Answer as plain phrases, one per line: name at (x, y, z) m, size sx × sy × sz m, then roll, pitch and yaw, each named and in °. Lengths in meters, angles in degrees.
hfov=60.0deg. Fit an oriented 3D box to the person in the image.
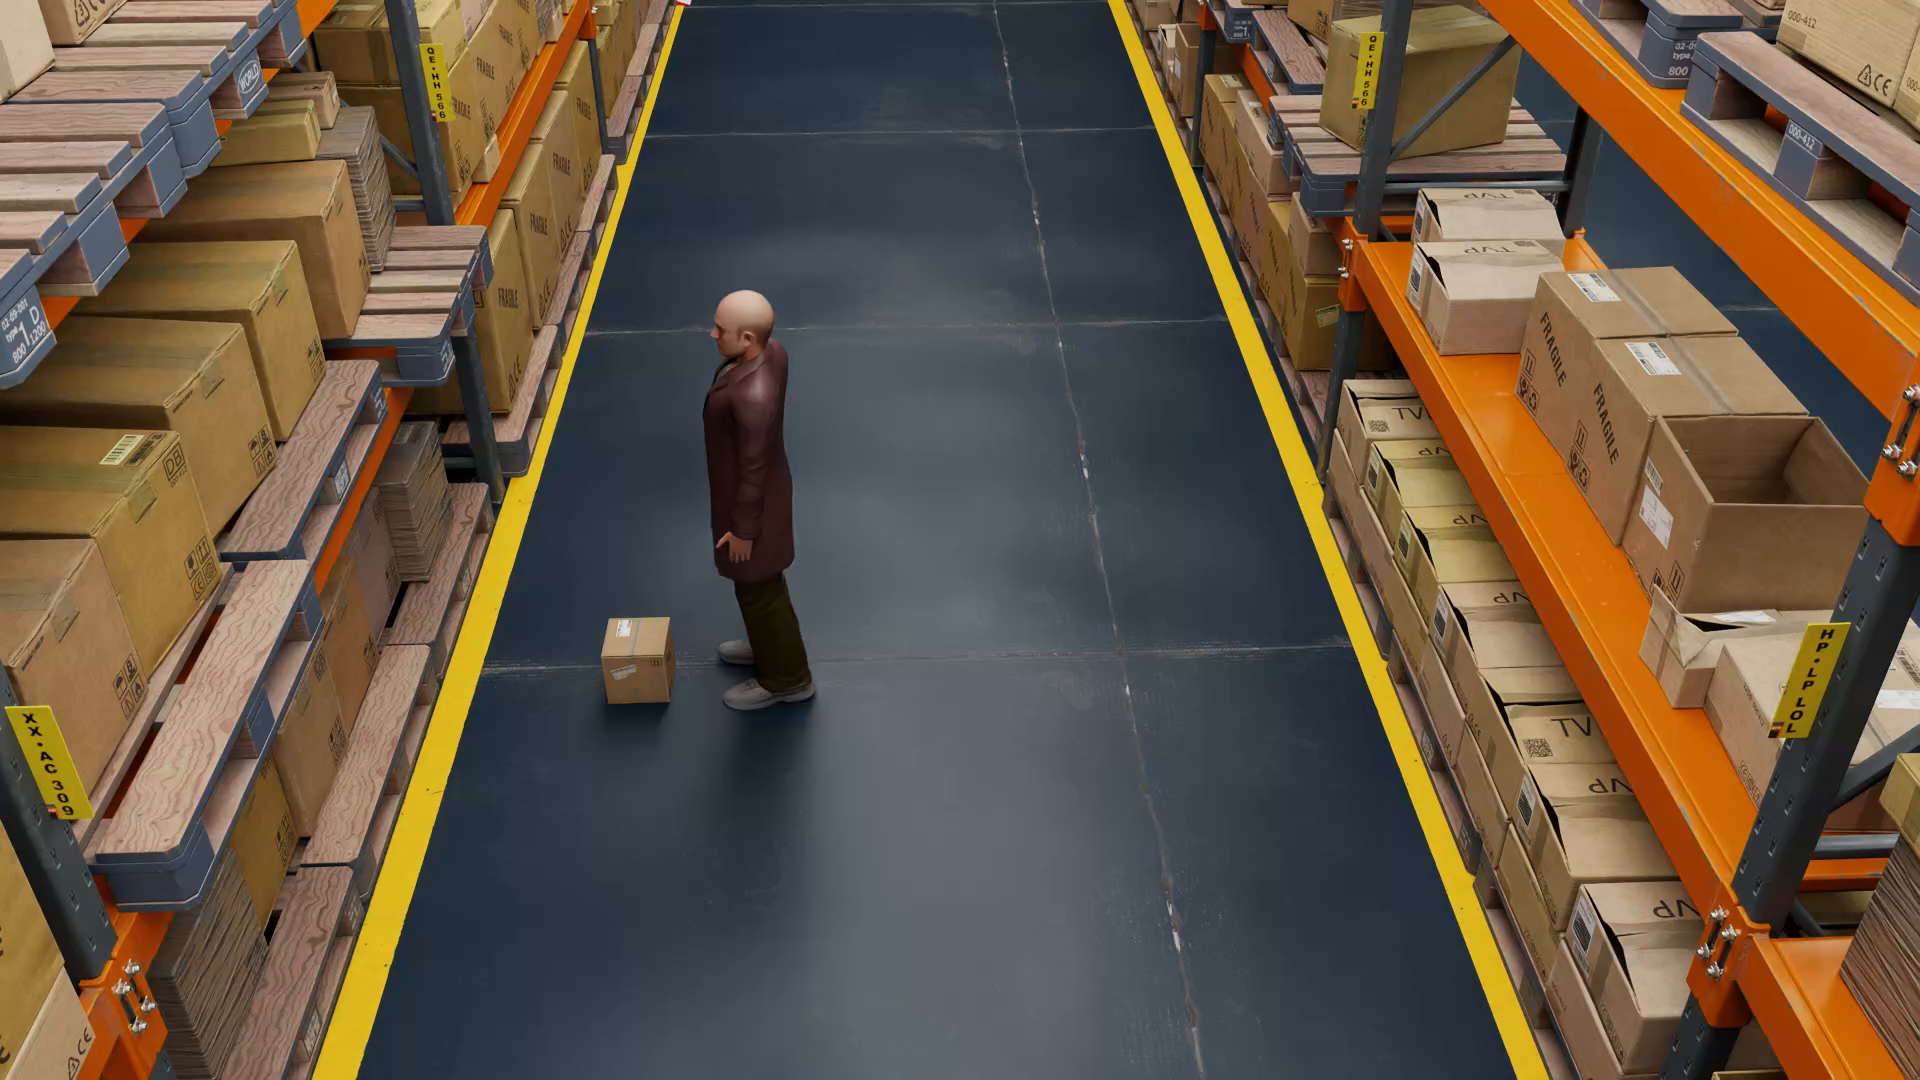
person at (-0.805, -0.054, 6.423) m, size 0.420 × 1.579 × 0.560 m, roll -1°, pitch 35°, yaw -1°
